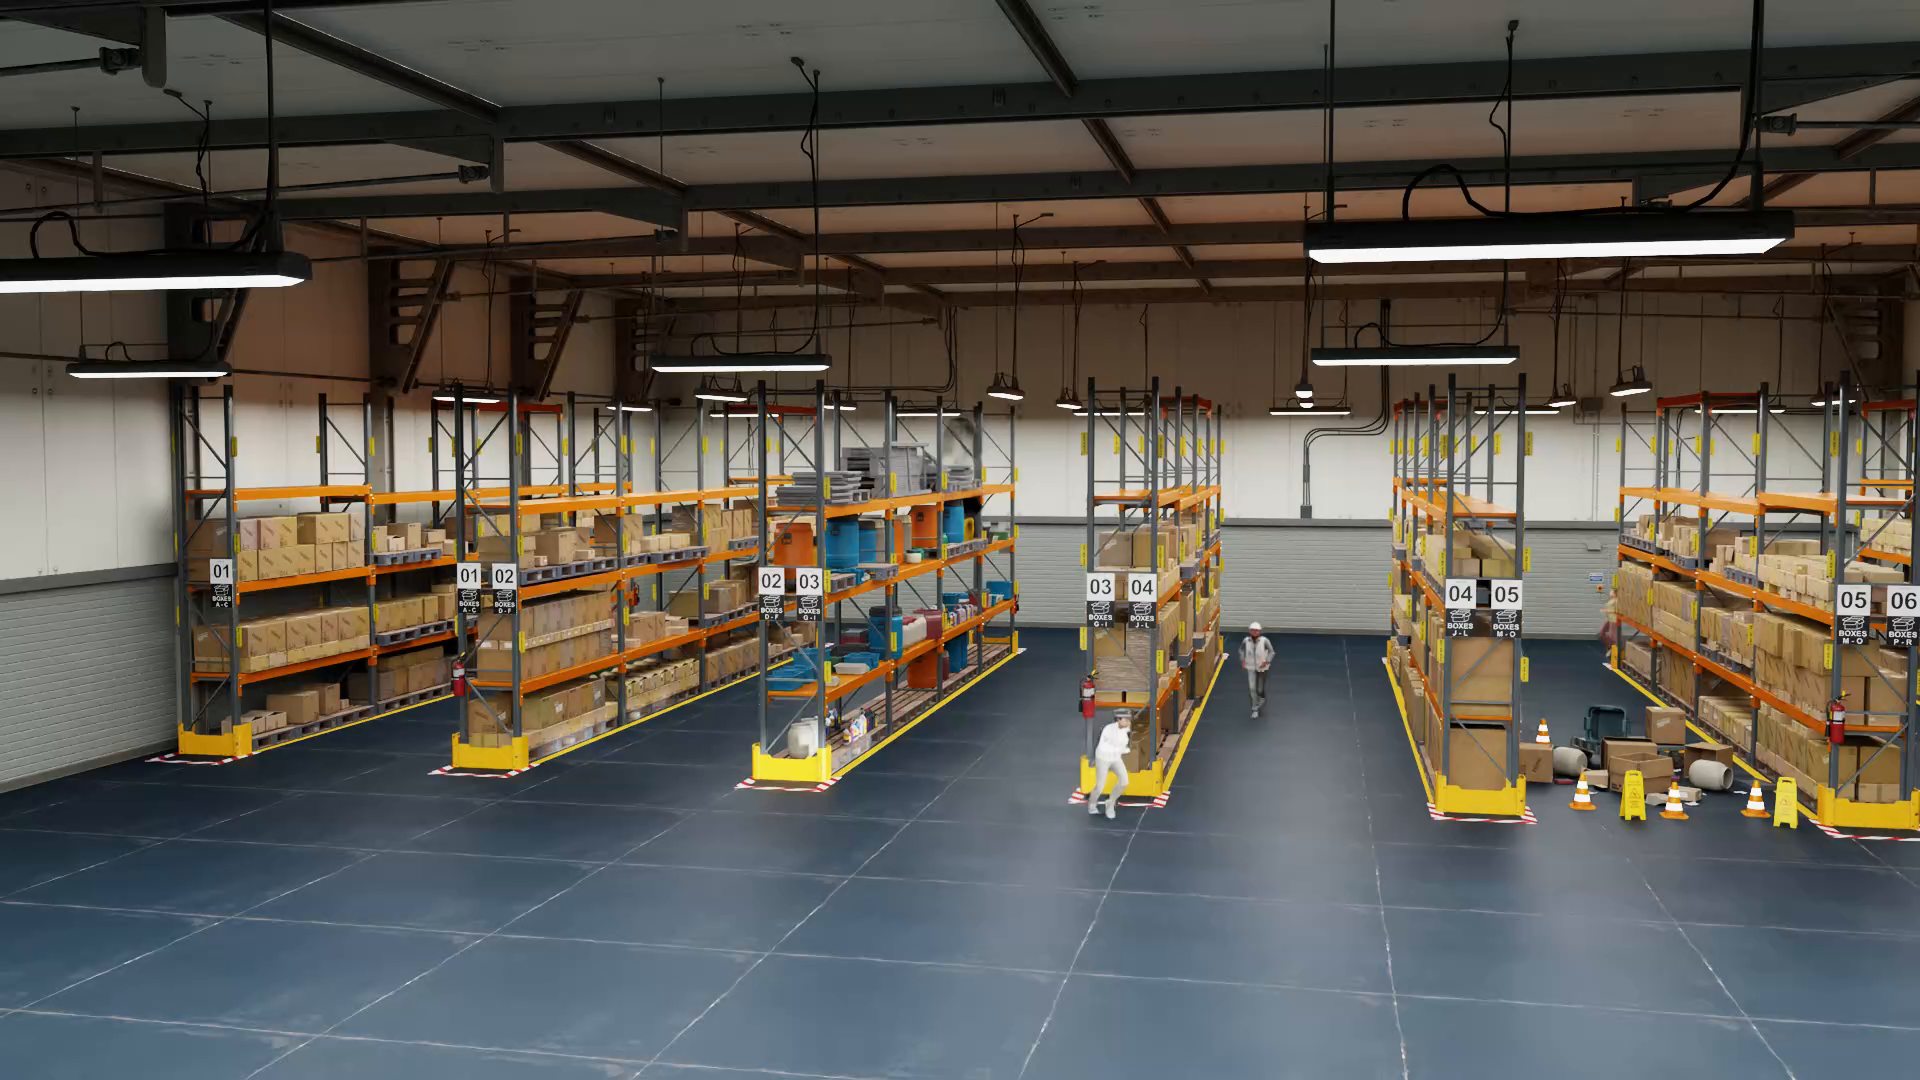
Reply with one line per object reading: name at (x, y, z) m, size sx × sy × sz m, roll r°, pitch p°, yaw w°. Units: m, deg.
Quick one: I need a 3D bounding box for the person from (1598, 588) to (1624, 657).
person at (15.503, 1.960, 39.578) m, size 0.617 × 1.679 × 0.561 m, roll 0°, pitch 3°, yaw -2°

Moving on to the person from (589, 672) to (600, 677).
person at (-7.400, 2.265, 33.264) m, size 0.659 × 1.745 × 0.590 m, roll 1°, pitch 3°, yaw 13°

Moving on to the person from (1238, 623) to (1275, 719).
person at (5.527, 2.405, 31.019) m, size 0.680 × 1.756 × 0.991 m, roll 1°, pitch 3°, yaw 15°

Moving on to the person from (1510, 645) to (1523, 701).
person at (10.617, 2.532, 32.348) m, size 0.573 × 1.352 × 0.622 m, roll 1°, pitch 3°, yaw 11°

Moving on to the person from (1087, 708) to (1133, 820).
person at (2.041, 2.993, 22.312) m, size 0.616 × 1.532 × 0.904 m, roll -2°, pitch 4°, yaw -34°
